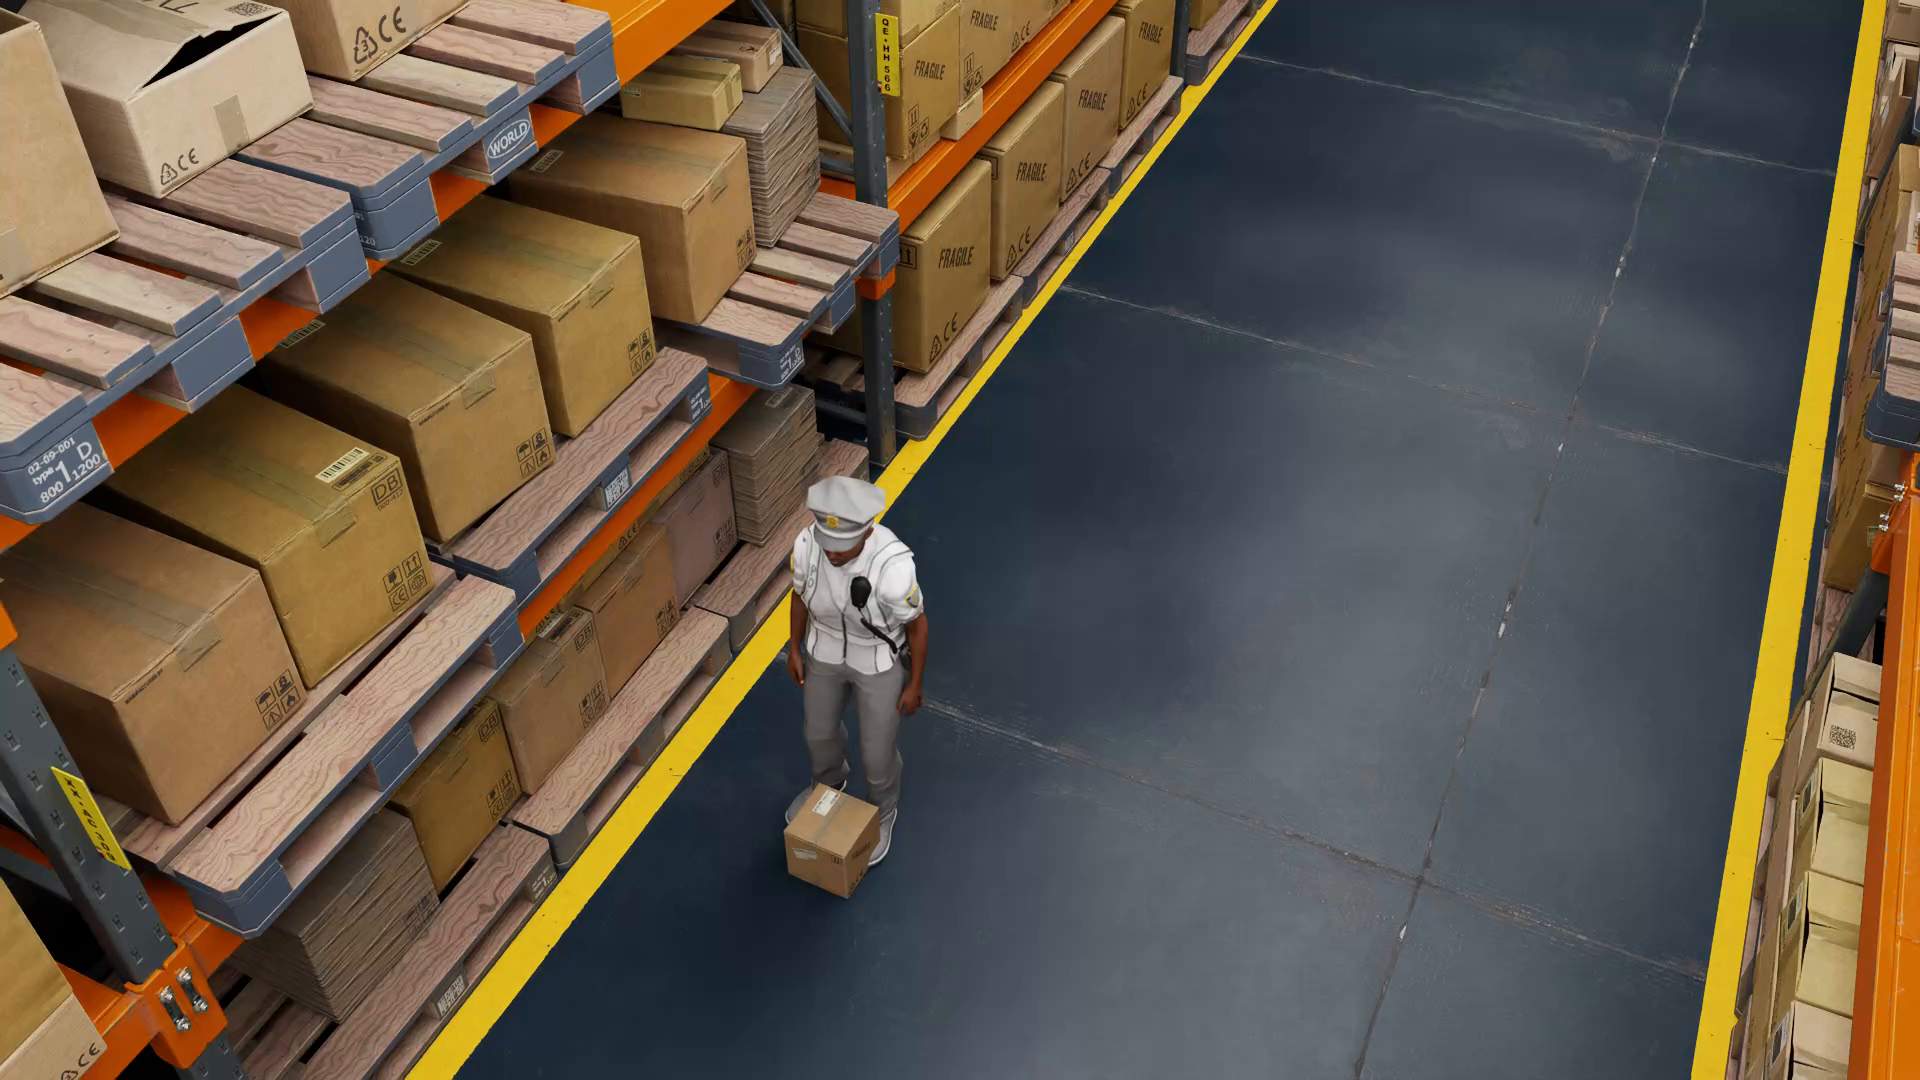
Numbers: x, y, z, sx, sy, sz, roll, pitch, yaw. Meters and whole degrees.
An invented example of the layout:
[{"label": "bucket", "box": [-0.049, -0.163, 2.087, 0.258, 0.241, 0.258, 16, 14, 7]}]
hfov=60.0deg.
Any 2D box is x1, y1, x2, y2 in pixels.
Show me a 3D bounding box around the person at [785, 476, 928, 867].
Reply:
[{"label": "person", "box": [-0.372, 0.429, 5.685, 0.532, 1.663, 0.422, 15, 44, 16]}]
